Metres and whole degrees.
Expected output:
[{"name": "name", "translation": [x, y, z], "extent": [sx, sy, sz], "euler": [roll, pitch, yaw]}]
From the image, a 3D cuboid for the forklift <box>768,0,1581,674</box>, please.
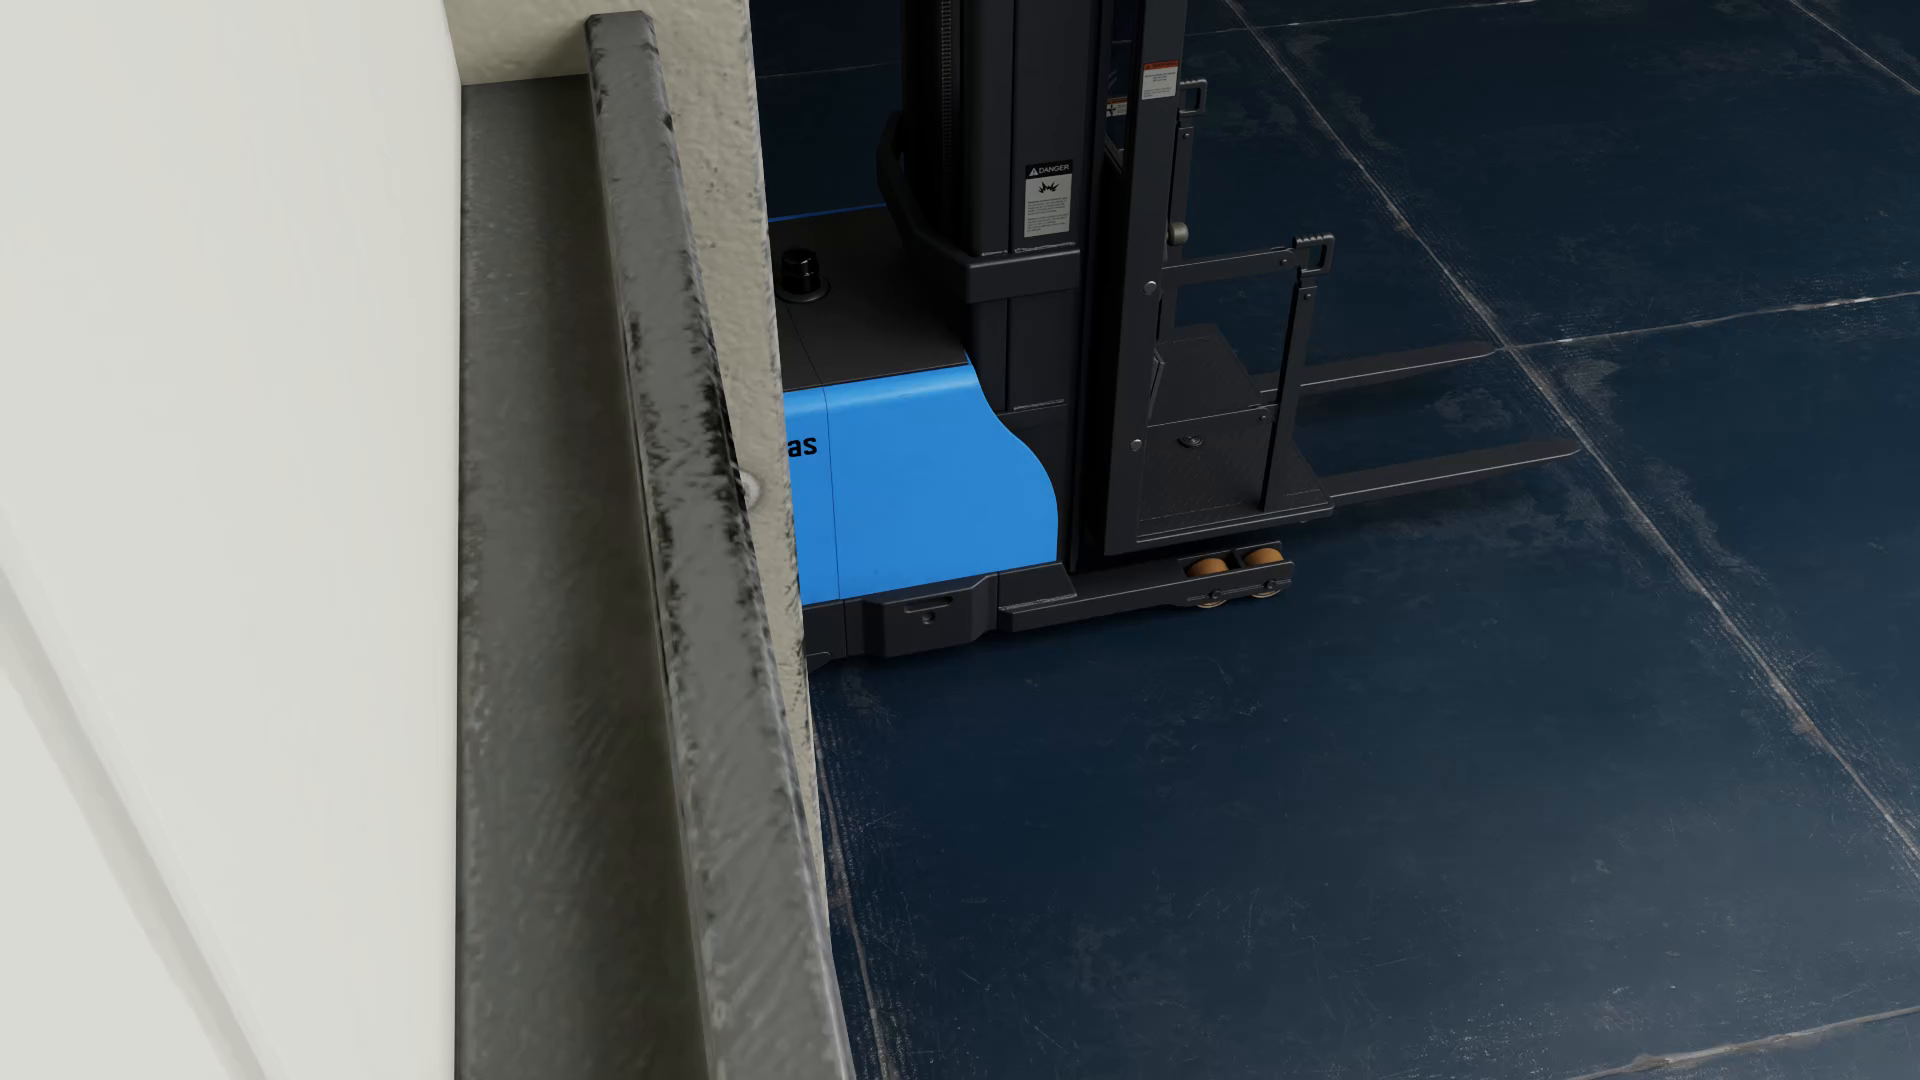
[{"name": "forklift", "translation": [0.610, -1.202, 4.897], "extent": [3.031, 2.935, 1.130], "euler": [-10, 43, -11]}]
